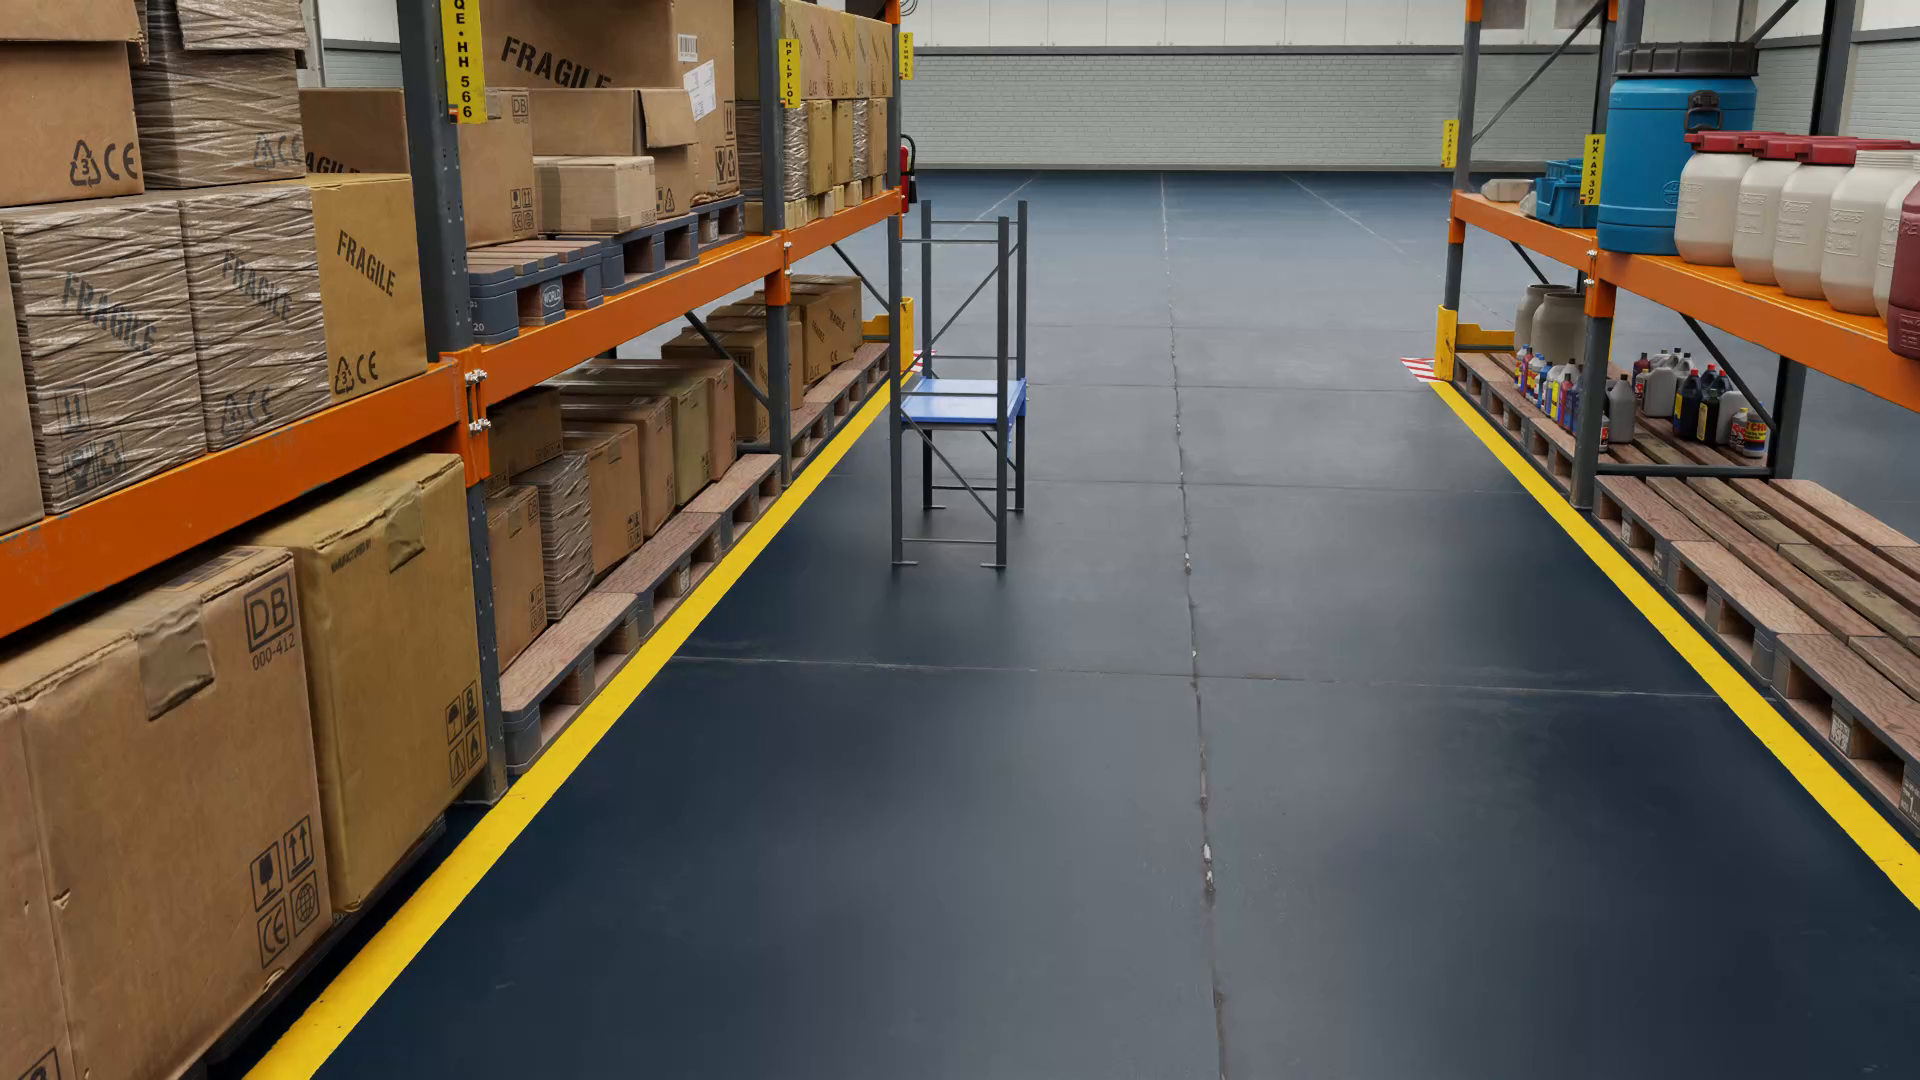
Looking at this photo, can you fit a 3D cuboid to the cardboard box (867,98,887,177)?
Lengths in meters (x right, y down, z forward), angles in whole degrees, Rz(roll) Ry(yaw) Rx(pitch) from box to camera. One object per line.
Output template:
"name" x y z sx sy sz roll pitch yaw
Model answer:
"cardboard box" -0.961 -2.695 11.120 0.875 0.500 0.500 2 15 6

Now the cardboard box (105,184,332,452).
"cardboard box" -1.708 -0.487 3.525 0.500 0.500 0.500 2 15 6

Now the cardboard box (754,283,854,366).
"cardboard box" -1.054 -1.456 11.286 0.500 0.500 0.500 6 16 21

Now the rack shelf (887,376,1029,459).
"rack shelf" 0.010 -0.572 7.595 0.538 0.185 1.000 2 15 6

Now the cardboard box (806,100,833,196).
"cardboard box" -1.182 -2.176 9.201 0.875 0.500 0.500 2 15 6

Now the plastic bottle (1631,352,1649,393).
"plastic bottle" 4.054 -0.982 9.909 0.061 0.283 0.133 2 15 6

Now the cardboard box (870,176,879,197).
"cardboard box" -0.767 -2.445 11.441 0.380 0.149 0.250 2 15 6

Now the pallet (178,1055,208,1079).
"pallet" -2.141 1.161 2.965 1.003 0.211 1.213 2 15 6

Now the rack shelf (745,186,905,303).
"rack shelf" -1.160 -1.912 10.364 1.077 0.370 4.000 2 15 6

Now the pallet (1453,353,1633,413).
"pallet" 3.929 -1.054 11.157 1.003 0.211 1.213 2 15 6

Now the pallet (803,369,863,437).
"pallet" -1.210 -0.887 10.538 1.003 0.211 1.213 2 15 6

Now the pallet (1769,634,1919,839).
"pallet" 3.211 0.589 5.079 1.003 0.211 1.213 2 15 6

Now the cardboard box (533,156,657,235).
"cardboard box" -1.419 -1.261 6.063 0.500 0.250 0.500 1 15 5

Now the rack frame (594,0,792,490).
"rack frame" -1.385 -1.740 8.352 1.000 3.000 0.127 2 15 6

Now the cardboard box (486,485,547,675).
"cardboard box" -1.781 0.117 5.429 0.700 0.500 0.500 1 15 3

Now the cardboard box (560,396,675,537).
"cardboard box" -1.611 -0.319 7.042 0.700 0.500 0.500 0 15 1

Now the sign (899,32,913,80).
"sign" -0.385 -3.468 11.917 0.100 0.325 0.005 2 15 6

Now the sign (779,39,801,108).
"sign" -0.833 -2.284 8.144 0.100 0.325 0.005 2 15 6

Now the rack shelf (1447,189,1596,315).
"rack shelf" 3.762 -1.766 9.825 1.077 0.370 4.000 2 15 6

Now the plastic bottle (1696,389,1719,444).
"plastic bottle" 3.911 -0.653 8.692 0.061 0.283 0.133 2 15 6

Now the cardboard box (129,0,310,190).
"cardboard box" -1.935 -1.046 3.672 0.797 0.503 0.637 2 15 8

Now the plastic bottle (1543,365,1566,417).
"plastic bottle" 3.403 -0.843 9.409 0.152 0.276 0.135 2 15 7

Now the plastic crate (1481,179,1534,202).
"plastic crate" 3.567 -2.282 10.860 0.298 0.136 0.250 2 15 6

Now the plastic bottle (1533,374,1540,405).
"plastic bottle" 3.412 -0.892 9.732 0.097 0.201 0.097 0 15 0

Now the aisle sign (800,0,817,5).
"aisle sign" -1.225 -4.058 11.942 0.394 0.787 0.004 2 15 6

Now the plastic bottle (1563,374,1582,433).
"plastic bottle" 3.344 -0.754 8.934 0.144 0.351 0.185 1 15 3

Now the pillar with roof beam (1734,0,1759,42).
"pillar with roof beam" 13.719 -12.937 38.265 9.100 9.000 0.400 2 15 6

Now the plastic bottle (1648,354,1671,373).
"plastic bottle" 4.160 -0.976 9.899 0.152 0.276 0.135 2 15 7

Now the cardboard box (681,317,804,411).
"cardboard box" -1.243 -0.988 9.553 0.500 0.500 0.500 7 17 24

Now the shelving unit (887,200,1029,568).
"shelving unit" 0.010 -0.746 7.548 0.538 1.500 1.048 2 15 6

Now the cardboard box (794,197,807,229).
"cardboard box" -1.021 -1.731 8.797 0.380 0.149 0.250 2 15 6

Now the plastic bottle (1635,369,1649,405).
"plastic bottle" 4.018 -0.903 9.772 0.097 0.201 0.097 0 15 0

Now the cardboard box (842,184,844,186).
"cardboard box" -0.923 -2.122 10.243 0.380 0.149 0.250 2 15 6

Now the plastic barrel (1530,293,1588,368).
"plastic barrel" 3.932 -1.331 10.799 0.421 0.512 0.421 0 15 0

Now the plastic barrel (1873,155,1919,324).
"plastic barrel" 2.989 -0.884 4.971 0.421 0.512 0.421 0 15 0

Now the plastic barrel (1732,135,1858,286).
"plastic barrel" 3.127 -1.228 6.197 0.433 0.535 0.433 0 15 0

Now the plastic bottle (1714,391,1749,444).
"plastic bottle" 4.017 -0.647 8.682 0.152 0.276 0.135 2 15 8

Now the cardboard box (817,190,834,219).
"cardboard box" -0.933 -1.925 9.516 0.380 0.149 0.250 2 15 6

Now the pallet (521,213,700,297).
"pallet" -1.654 -1.125 6.444 1.003 0.211 1.213 2 15 6

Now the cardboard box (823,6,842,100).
"cardboard box" -0.970 -2.784 9.533 0.500 0.500 0.500 2 15 6

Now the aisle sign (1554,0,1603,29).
"aisle sign" 4.291 -3.897 11.347 0.394 0.787 0.004 2 15 6

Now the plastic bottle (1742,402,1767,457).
"plastic bottle" 4.008 -0.560 8.369 0.097 0.271 0.097 0 15 0

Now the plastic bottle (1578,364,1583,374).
"plastic bottle" 3.509 -0.844 9.397 0.061 0.283 0.133 2 15 6

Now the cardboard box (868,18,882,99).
"cardboard box" -0.801 -3.173 10.972 0.500 0.500 0.500 2 15 6

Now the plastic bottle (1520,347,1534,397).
"plastic bottle" 3.429 -1.014 10.026 0.061 0.283 0.133 2 15 7

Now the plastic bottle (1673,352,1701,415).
"plastic bottle" 4.109 -0.885 9.419 0.144 0.351 0.185 2 15 6

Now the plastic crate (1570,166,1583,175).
"plastic crate" 4.149 -2.253 10.534 0.499 0.251 0.408 2 15 6

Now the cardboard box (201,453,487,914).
"cardboard box" -1.935 0.298 4.078 1.225 0.875 0.875 1 15 4

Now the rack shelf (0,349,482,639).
"rack shelf" -2.062 0.163 2.691 1.077 0.370 4.000 2 15 6

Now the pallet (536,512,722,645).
"pallet" -1.607 0.125 6.796 1.003 0.211 1.213 2 15 6

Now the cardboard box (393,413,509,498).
"cardboard box" -1.791 -0.245 5.332 0.500 0.250 0.500 2 15 9
